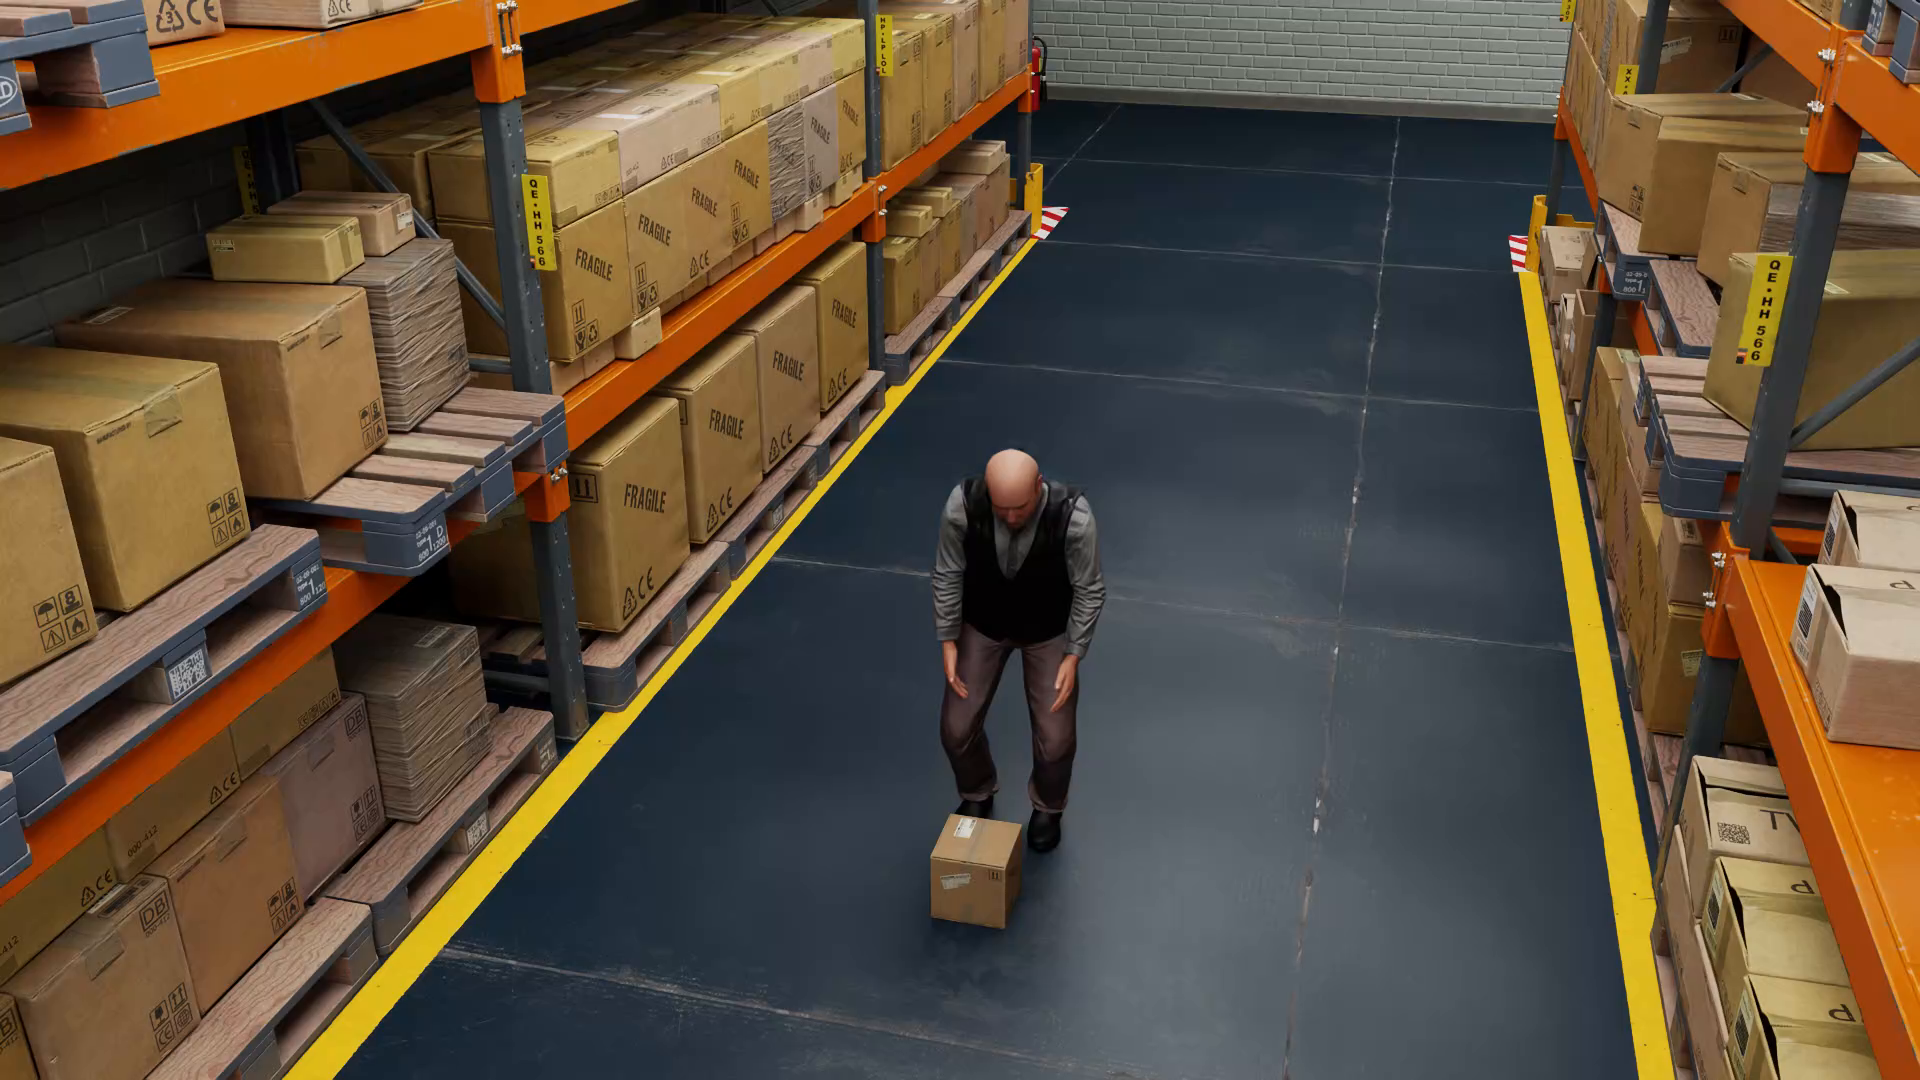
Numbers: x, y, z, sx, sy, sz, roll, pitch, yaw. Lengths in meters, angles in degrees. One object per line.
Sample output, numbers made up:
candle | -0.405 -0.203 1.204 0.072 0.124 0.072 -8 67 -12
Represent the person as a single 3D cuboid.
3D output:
person | 0.208 0.340 5.648 0.586 1.533 0.602 7 26 14
